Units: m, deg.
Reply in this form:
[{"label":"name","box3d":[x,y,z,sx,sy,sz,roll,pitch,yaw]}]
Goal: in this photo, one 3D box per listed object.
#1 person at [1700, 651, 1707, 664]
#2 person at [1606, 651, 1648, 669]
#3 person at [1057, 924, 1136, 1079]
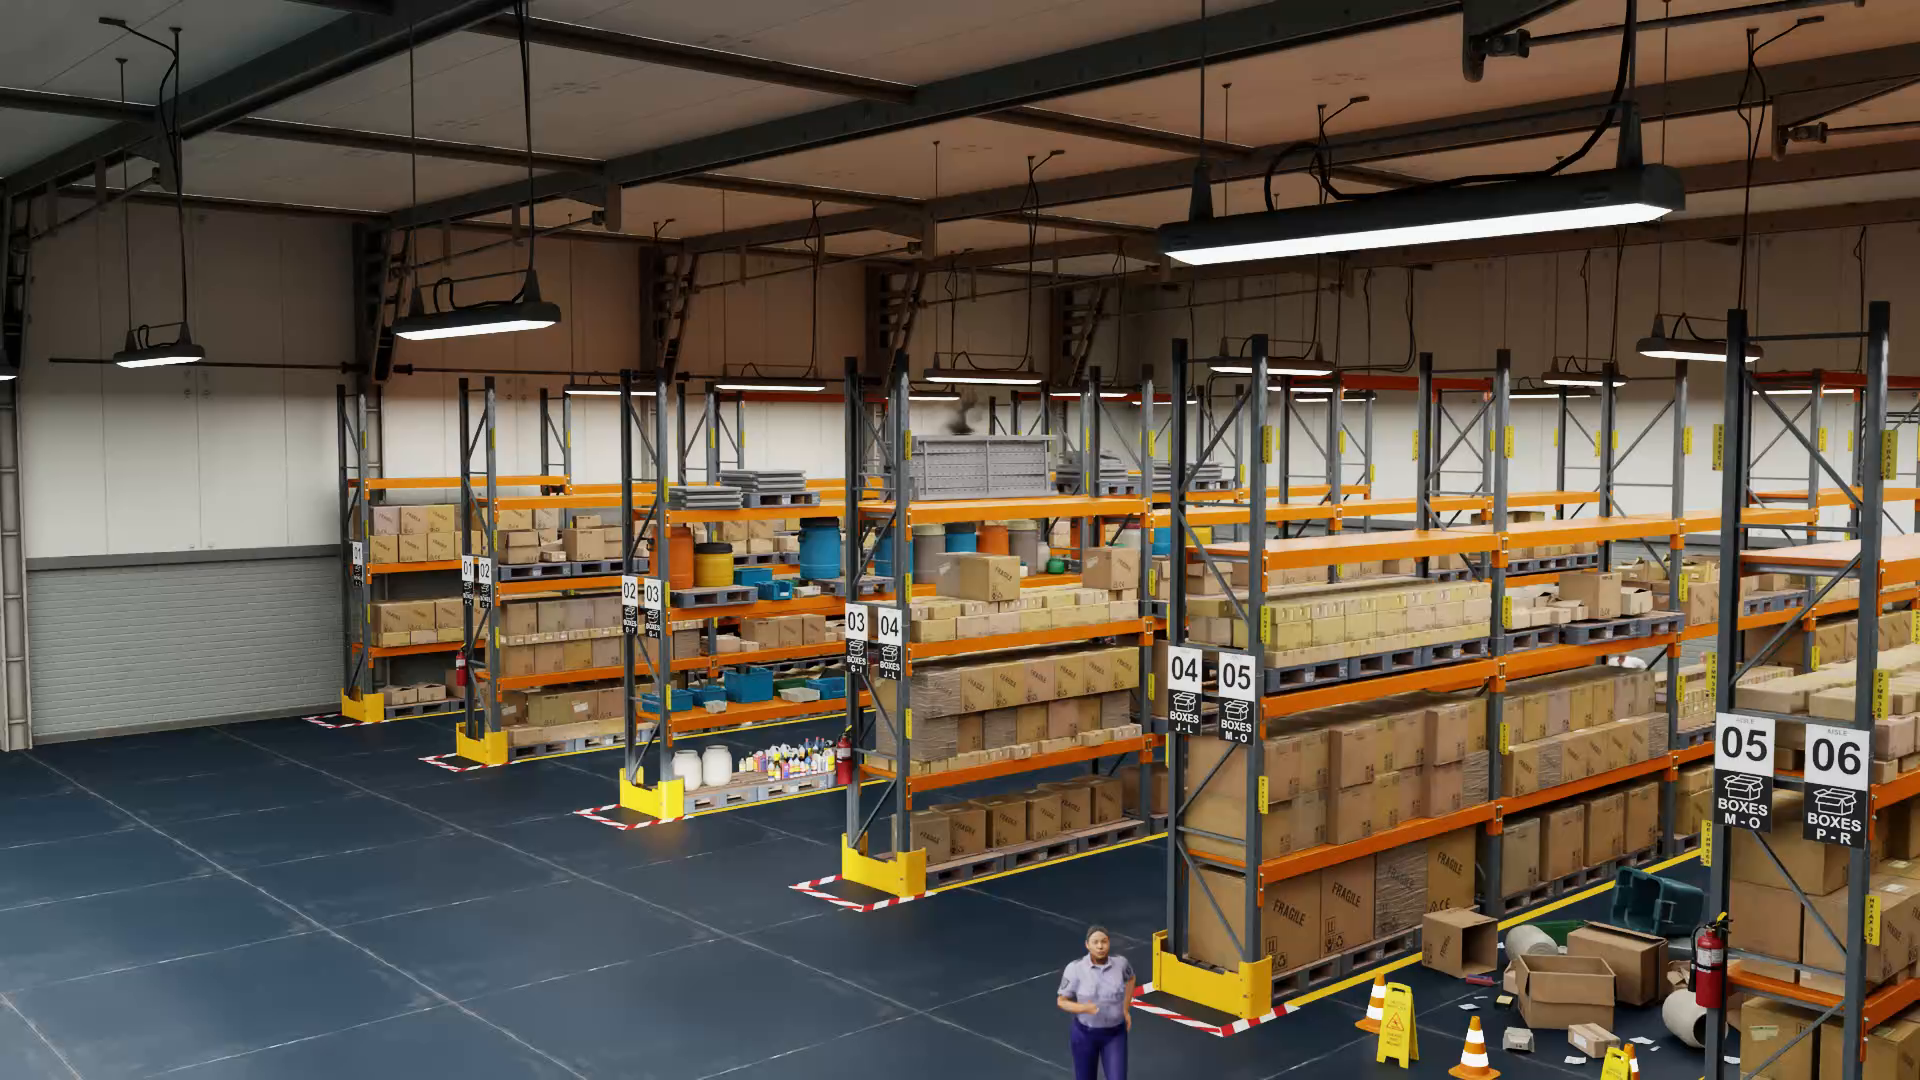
[{"label":"person","box3d":[11.564,2.591,25.821,0.858,1.757,0.658,-3,5,-38]},{"label":"person","box3d":[10.695,2.524,26.859,0.609,1.741,0.737,-3,5,-40]},{"label":"person","box3d":[0.977,3.565,11.813,0.592,1.702,0.747,0,4,-2]}]
